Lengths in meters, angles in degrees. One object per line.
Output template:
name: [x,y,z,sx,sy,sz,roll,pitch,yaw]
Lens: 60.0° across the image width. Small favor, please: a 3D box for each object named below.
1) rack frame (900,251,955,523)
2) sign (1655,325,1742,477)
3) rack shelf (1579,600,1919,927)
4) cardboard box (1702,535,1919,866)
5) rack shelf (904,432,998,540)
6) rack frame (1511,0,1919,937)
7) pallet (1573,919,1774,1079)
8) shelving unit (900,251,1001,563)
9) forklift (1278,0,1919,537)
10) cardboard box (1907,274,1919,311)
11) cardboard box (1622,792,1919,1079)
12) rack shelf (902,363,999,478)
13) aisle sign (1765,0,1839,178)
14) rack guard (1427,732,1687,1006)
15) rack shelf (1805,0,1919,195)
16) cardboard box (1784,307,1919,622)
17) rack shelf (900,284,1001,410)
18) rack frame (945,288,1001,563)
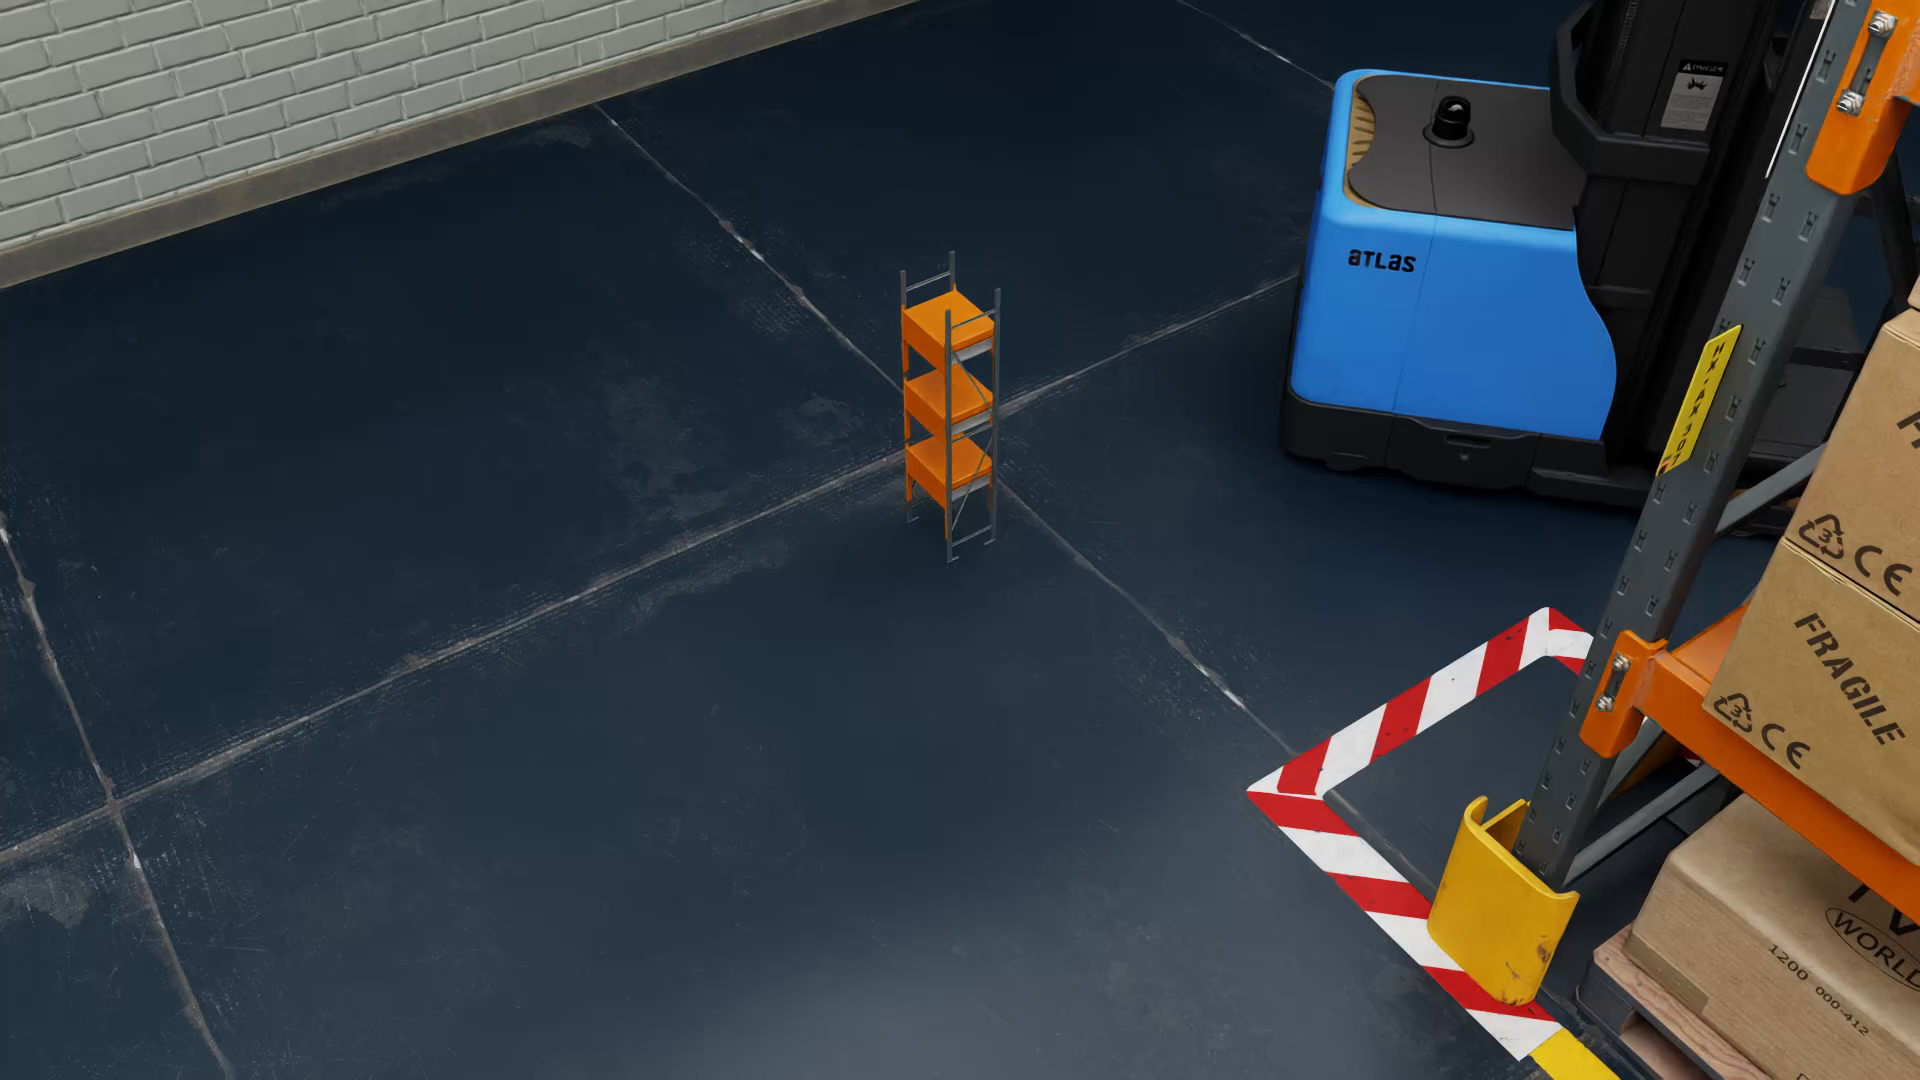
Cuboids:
rack frame: [-0.100,-0.479,5.492,0.200,1.050,0.008,-26,49,-24]
sign: [1.404,-0.261,3.167,0.100,0.325,0.005,-26,49,-24]
rack shelf: [3.007,1.258,2.781,1.077,0.370,4.000,-26,49,-24]
cardboard box: [1.902,0.214,3.281,0.500,0.500,0.500,-26,49,-25]
rack shelf: [-0.031,-0.201,5.618,0.215,0.259,0.240,-26,49,-24]
rack frame: [1.863,-0.135,3.719,1.000,3.000,0.127,-26,49,-24]
pallet: [2.384,1.296,4.240,1.003,0.211,1.213,-26,49,-24]
shelving unit: [-0.031,-0.410,5.419,0.215,1.050,0.252,-26,49,-24]
forklift: [2.725,-1.449,5.145,3.031,2.935,1.130,9,44,9]
cardboard box: [1.839,-0.457,2.790,0.380,0.149,0.250,-25,49,-24]
cardboard box: [2.322,0.974,4.109,0.875,0.438,0.875,-27,50,-26]
rack shelf: [-0.031,-0.402,5.427,0.215,0.259,0.240,-26,49,-24]
aisle sign: [1.584,-1.002,2.744,0.394,0.787,0.004,-26,49,-24]
rack guard: [1.849,0.755,4.597,1.175,0.500,0.348,-26,49,-24]
rack shelf: [3.007,0.173,1.745,1.077,0.370,4.000,-26,49,-24]
cardboard box: [1.904,-0.148,2.937,0.500,0.500,0.500,-27,50,-25]
rack shelf: [-0.031,-0.608,5.231,0.215,0.259,0.240,-26,49,-24]
rack frame: [0.039,-0.341,5.347,0.200,1.050,0.008,-26,49,-24]
